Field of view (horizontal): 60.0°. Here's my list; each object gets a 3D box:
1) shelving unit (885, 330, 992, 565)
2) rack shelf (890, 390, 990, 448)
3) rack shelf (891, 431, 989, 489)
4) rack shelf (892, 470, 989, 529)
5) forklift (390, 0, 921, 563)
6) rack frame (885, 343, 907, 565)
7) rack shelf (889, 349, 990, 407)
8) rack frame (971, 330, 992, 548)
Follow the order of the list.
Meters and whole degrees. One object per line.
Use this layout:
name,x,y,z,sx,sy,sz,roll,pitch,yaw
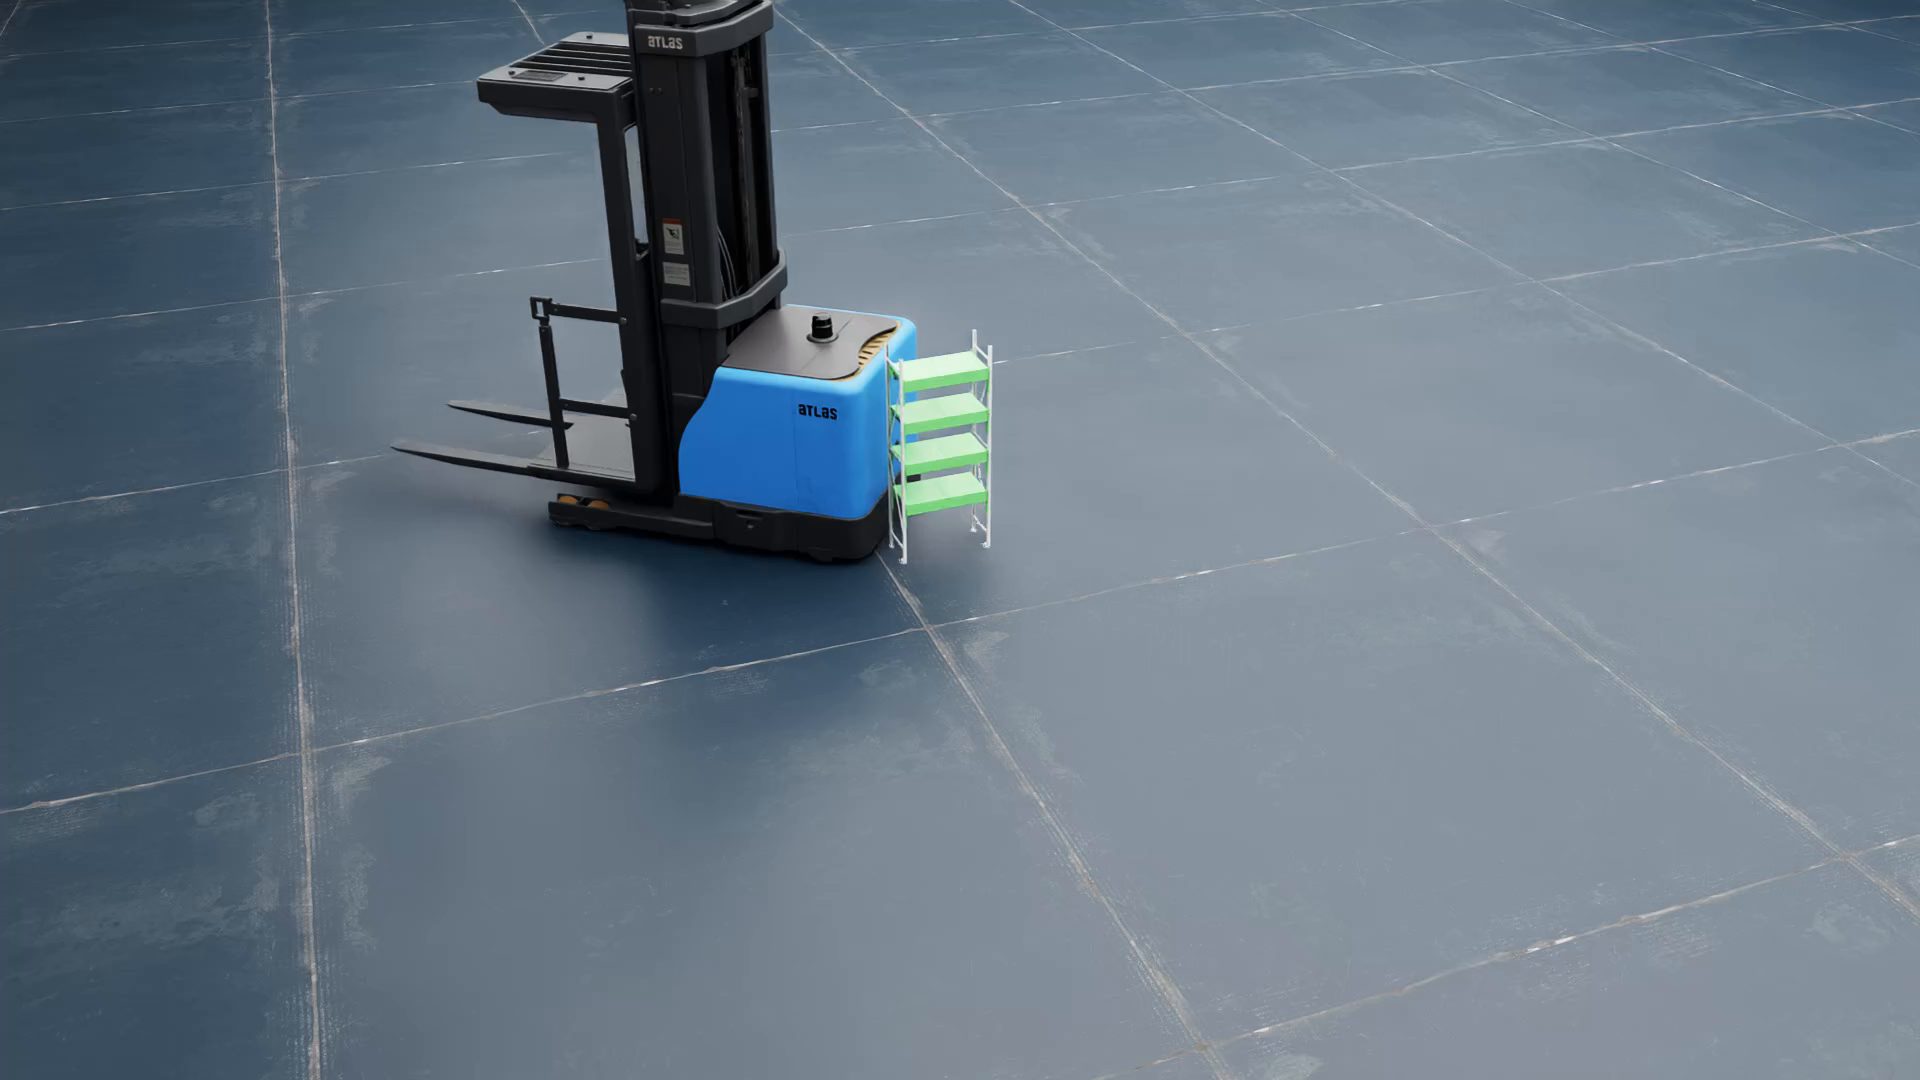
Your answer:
shelving unit,-0.112,-0.488,8.895,0.503,1.200,0.258,-11,31,-19
rack shelf,-0.112,-0.641,8.808,0.480,0.148,0.258,-11,31,-19
rack shelf,-0.112,-0.433,8.927,0.480,0.148,0.258,-11,31,-19
rack shelf,-0.112,-0.224,9.046,0.480,0.148,0.258,-11,31,-19
forklift,-1.804,-1.564,9.034,3.031,2.935,1.130,9,31,15
rack frame,-0.339,-0.444,8.818,0.015,1.200,0.240,-11,31,-19
rack shelf,-0.112,-0.850,8.689,0.480,0.148,0.258,-11,31,-19
rack frame,0.115,-0.533,8.973,0.015,1.200,0.240,-11,31,-19
